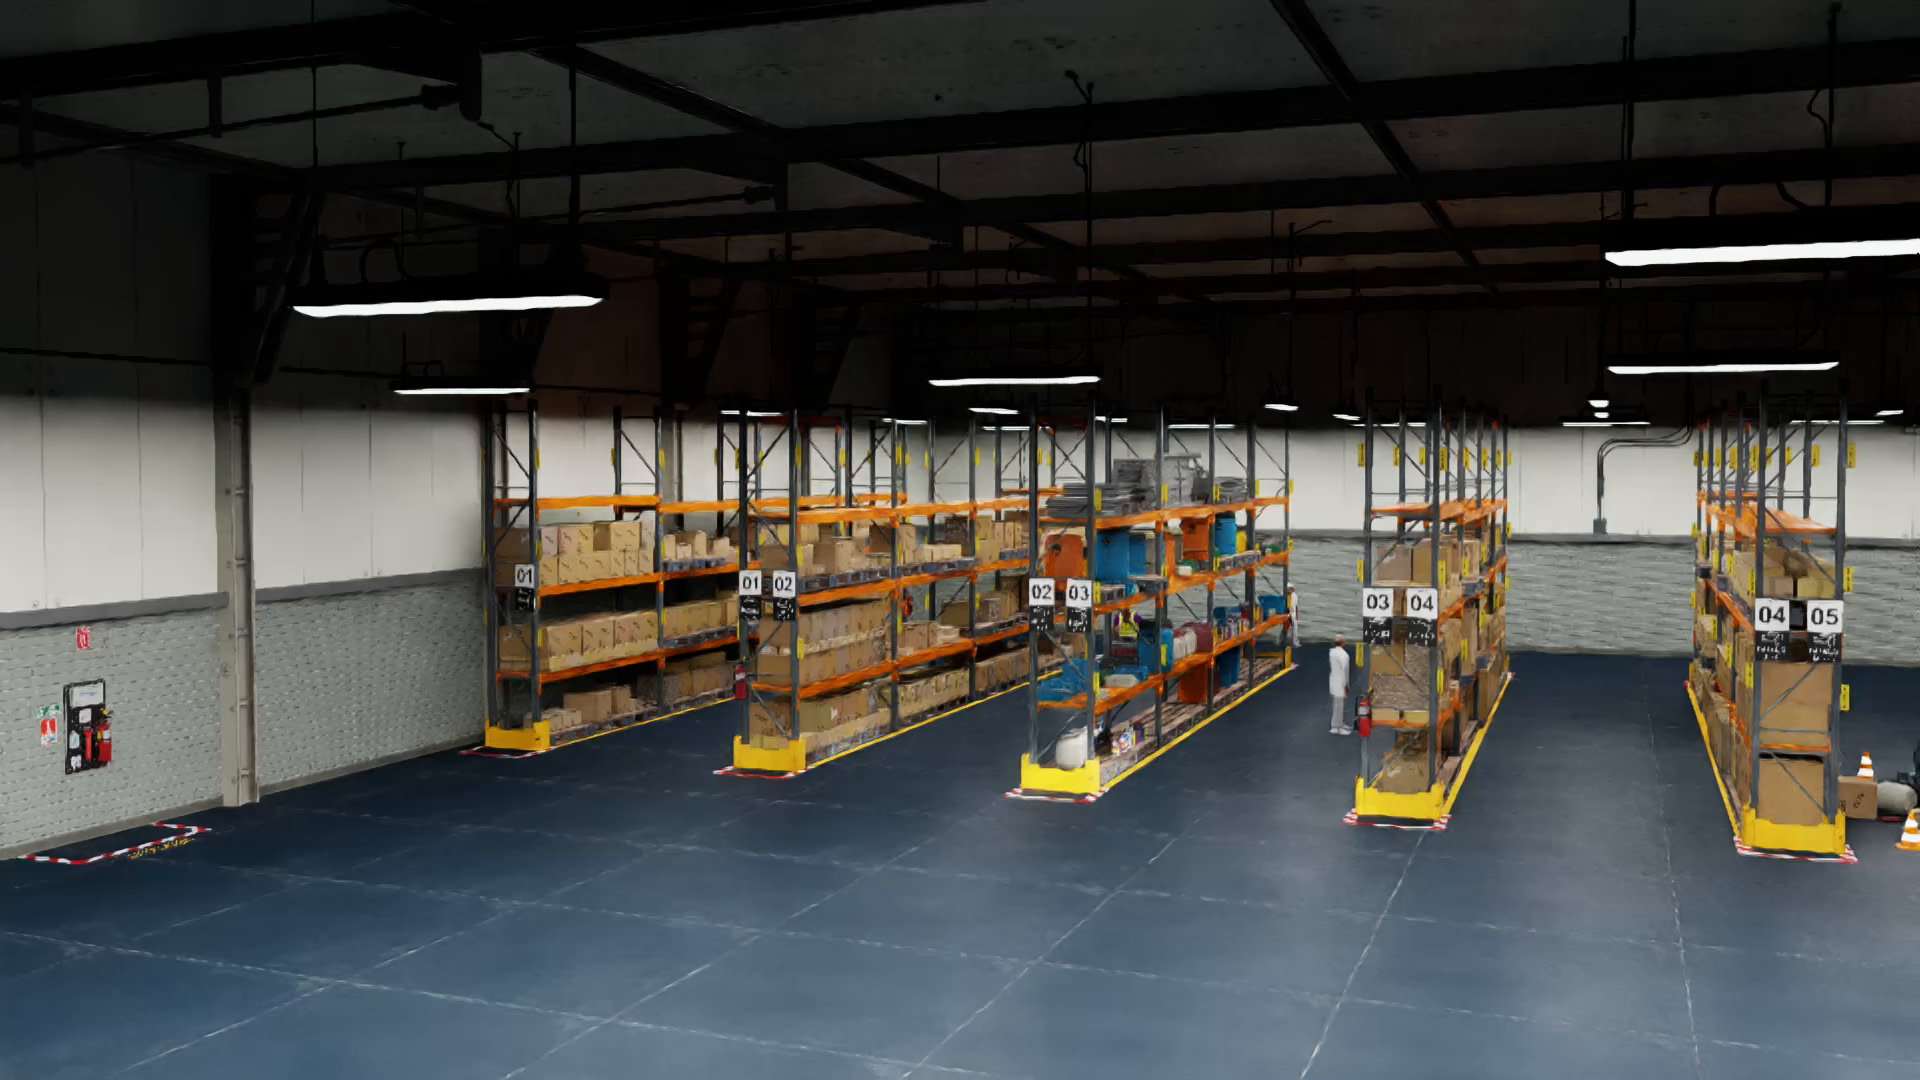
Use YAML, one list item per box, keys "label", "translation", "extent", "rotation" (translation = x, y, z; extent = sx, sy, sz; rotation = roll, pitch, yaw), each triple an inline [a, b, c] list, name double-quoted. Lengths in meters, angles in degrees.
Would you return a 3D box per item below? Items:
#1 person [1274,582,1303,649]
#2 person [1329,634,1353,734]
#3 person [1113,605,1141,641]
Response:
- label: "person"
  translation: [8.639, 1.977, 43.843]
  extent: [0.592, 1.739, 0.938]
  rotation: [0, 3, -5]
- label: "person"
  translation: [6.942, 2.605, 30.218]
  extent: [0.514, 1.785, 0.638]
  rotation: [0, 3, -9]
- label: "person"
  translation: [3.887, 2.250, 38.625]
  extent: [0.719, 1.713, 0.578]
  rotation: [1, 3, 20]
